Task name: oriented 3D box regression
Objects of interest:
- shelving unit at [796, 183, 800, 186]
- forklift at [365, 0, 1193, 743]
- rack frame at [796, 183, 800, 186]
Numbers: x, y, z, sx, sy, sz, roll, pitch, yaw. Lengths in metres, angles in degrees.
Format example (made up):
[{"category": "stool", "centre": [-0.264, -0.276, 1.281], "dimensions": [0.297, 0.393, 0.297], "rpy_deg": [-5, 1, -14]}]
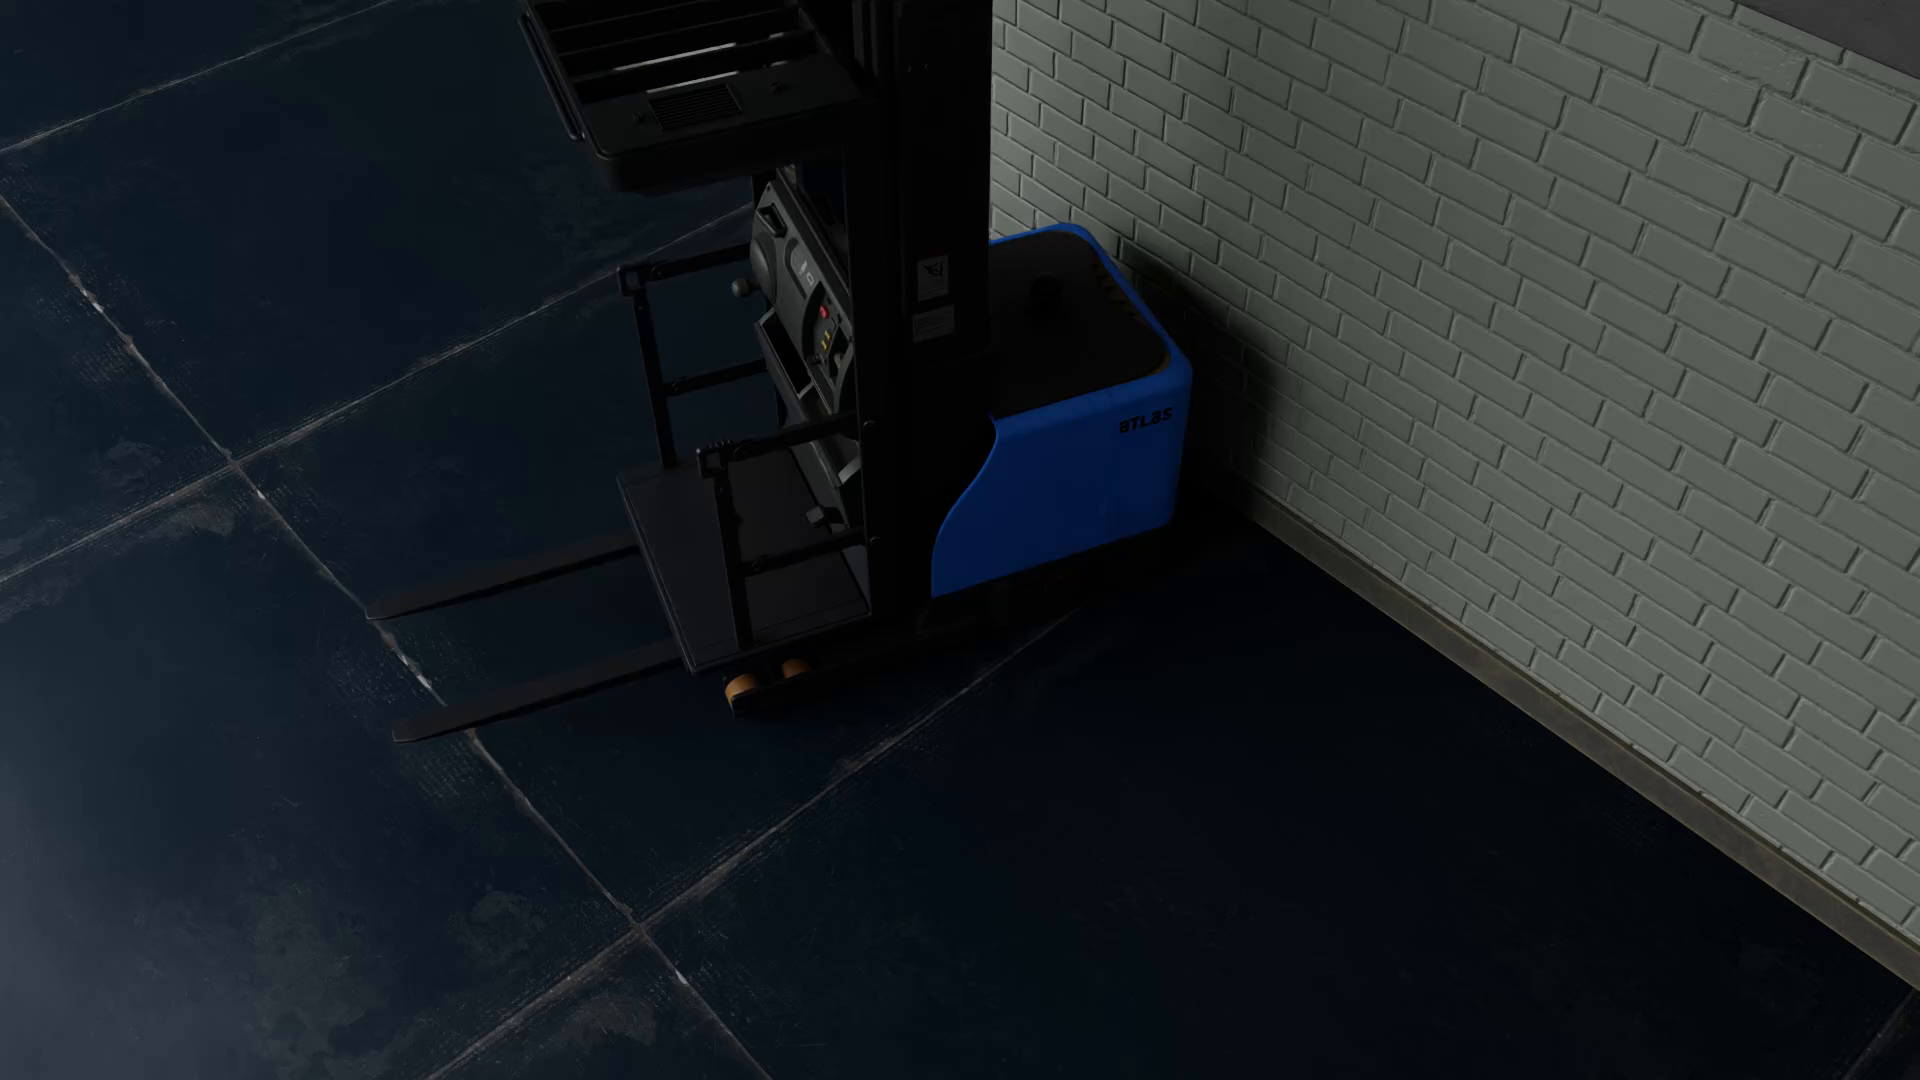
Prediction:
[{"category": "shelving unit", "centre": [-0.596, -1.128, 7.028], "dimensions": [0.258, 1.200, 0.189], "rpy_deg": [-7, 48, -6]}, {"category": "forklift", "centre": [-0.716, -0.785, 5.533], "dimensions": [3.031, 2.935, 1.130], "rpy_deg": [-17, 50, -15]}, {"category": "rack frame", "centre": [-0.582, -1.062, 6.967], "dimensions": [0.240, 1.200, 0.006], "rpy_deg": [-7, 48, -6]}]
